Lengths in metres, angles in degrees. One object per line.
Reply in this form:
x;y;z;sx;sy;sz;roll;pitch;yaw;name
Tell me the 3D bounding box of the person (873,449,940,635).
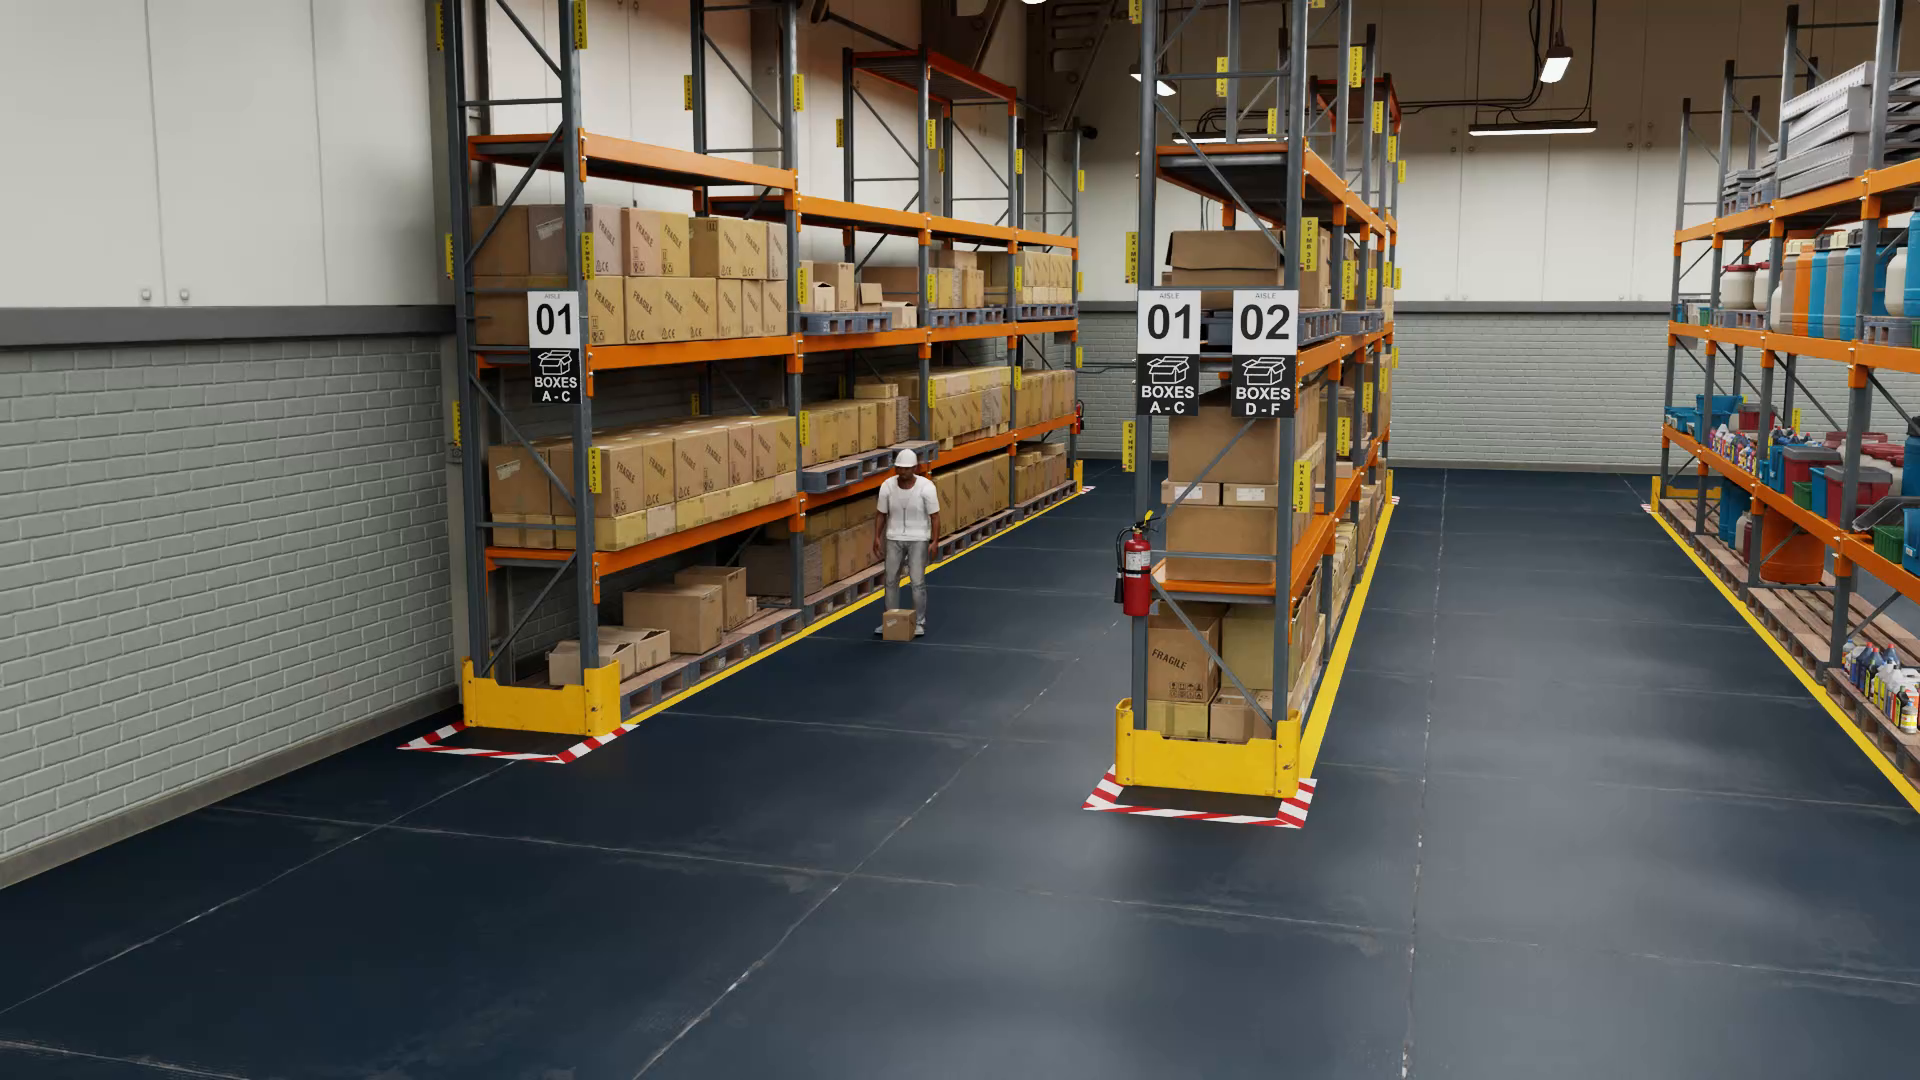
-0.506;0.016;15.653;0.638;1.761;0.458;2;9;14;person
